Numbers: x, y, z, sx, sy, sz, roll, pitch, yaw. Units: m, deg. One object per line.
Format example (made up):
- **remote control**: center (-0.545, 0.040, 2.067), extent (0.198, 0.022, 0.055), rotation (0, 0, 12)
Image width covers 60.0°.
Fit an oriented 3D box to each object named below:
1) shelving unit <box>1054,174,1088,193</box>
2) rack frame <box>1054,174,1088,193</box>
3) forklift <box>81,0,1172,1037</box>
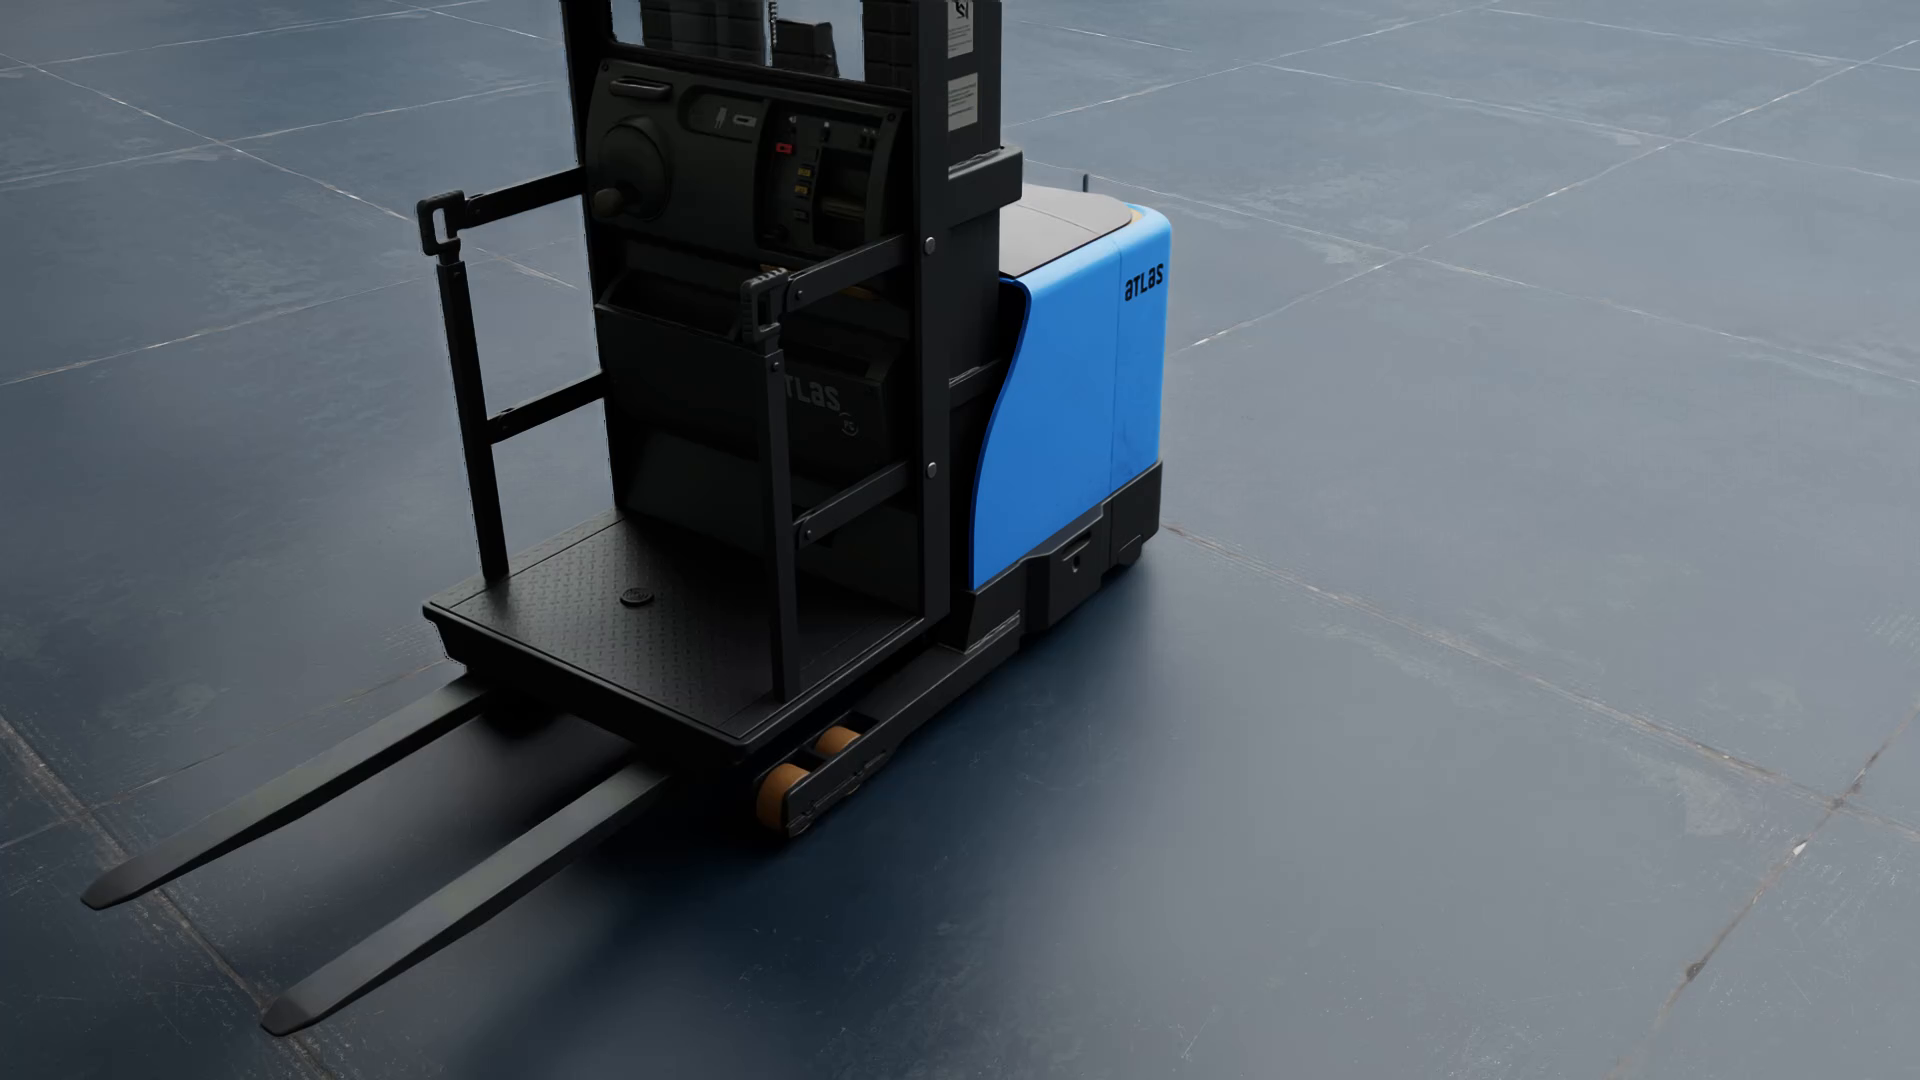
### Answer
- **shelving unit**: center (0.238, -0.664, 5.386), extent (0.252, 1.050, 0.215), rotation (18, 33, 30)
- **rack frame**: center (0.339, -0.632, 5.324), extent (0.008, 1.050, 0.200), rotation (18, 33, 30)
- **forklift**: center (-0.644, -0.855, 3.728), extent (1.130, 2.935, 3.031), rotation (18, 33, 31)
